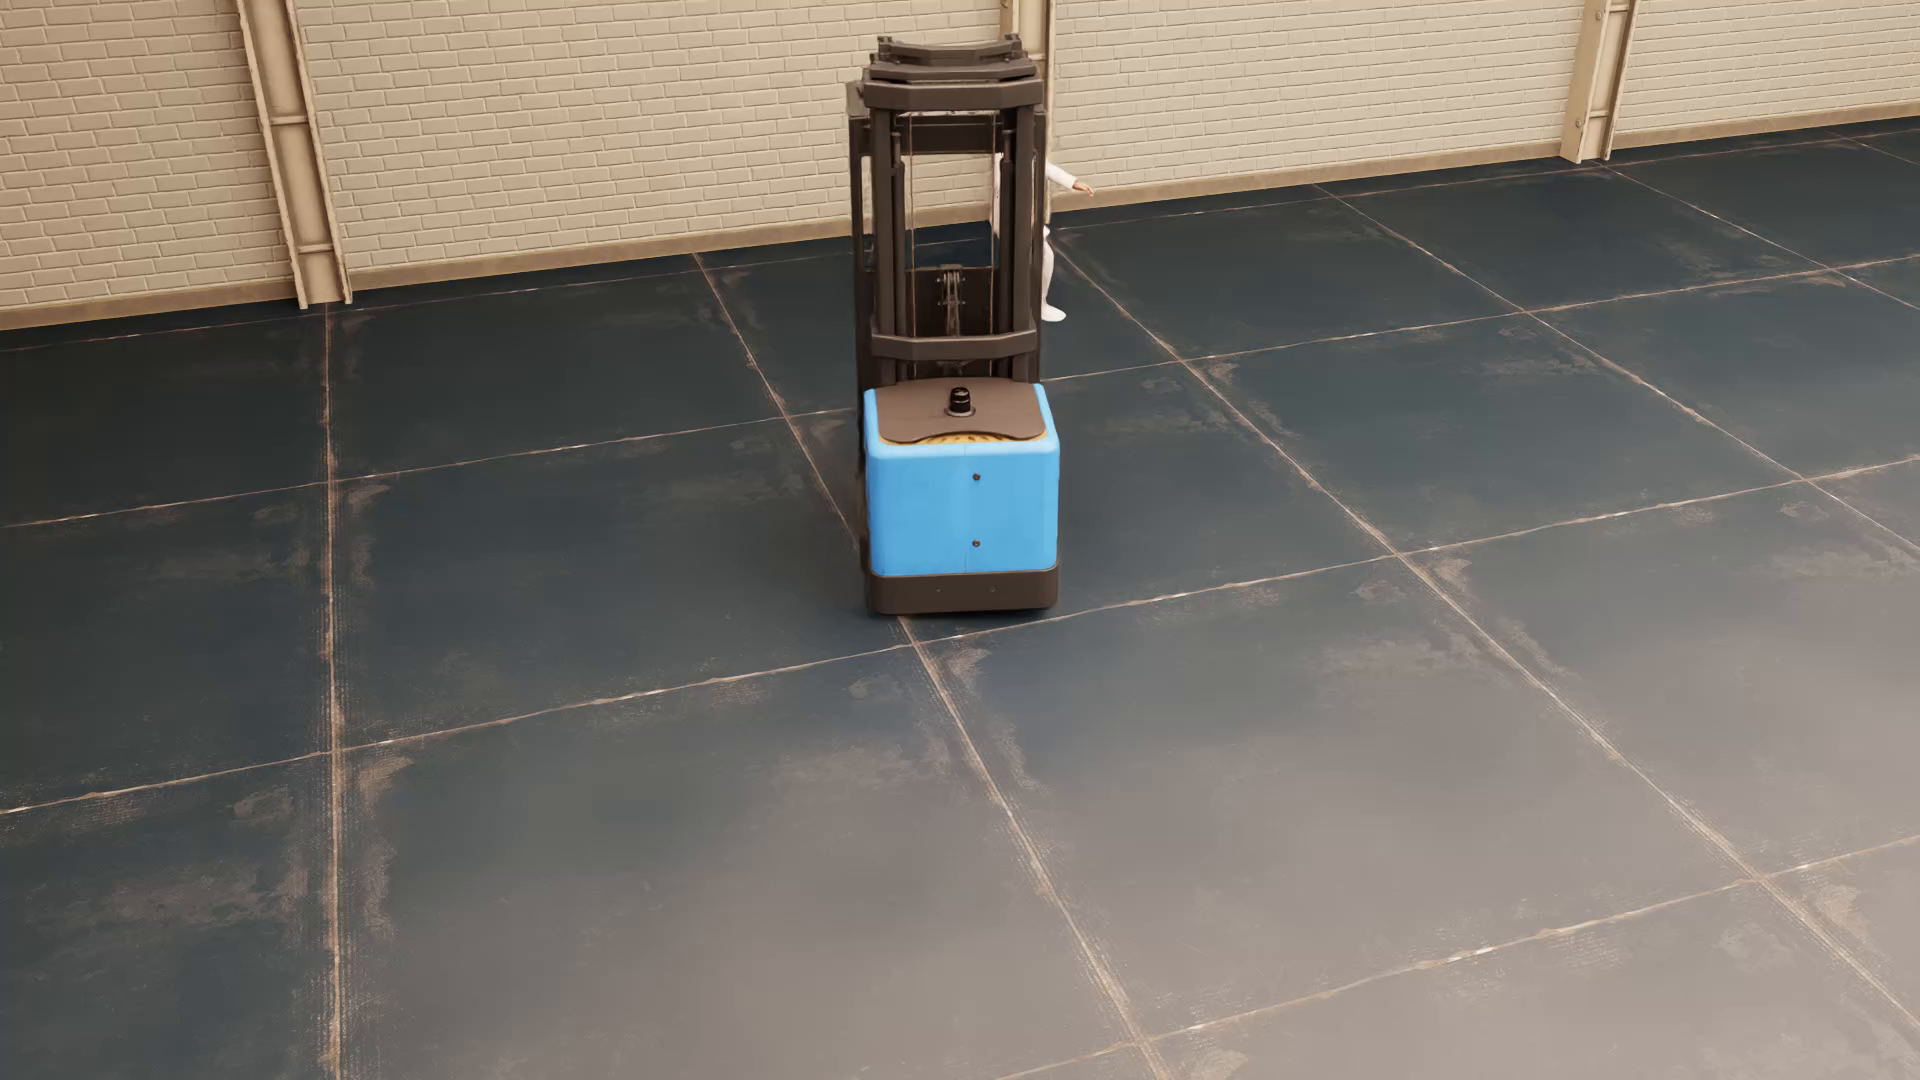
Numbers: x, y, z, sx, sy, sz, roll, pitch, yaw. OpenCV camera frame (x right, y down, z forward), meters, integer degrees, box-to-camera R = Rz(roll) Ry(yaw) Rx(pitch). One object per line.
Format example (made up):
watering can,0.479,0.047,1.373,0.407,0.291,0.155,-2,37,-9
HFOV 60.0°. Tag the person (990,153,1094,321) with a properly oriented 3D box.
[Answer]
person,0.575,-2.455,12.632,0.859,1.660,0.897,3,30,5

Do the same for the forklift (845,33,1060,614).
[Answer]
forklift,-0.091,-1.567,9.810,1.130,2.935,3.031,-2,30,-4
